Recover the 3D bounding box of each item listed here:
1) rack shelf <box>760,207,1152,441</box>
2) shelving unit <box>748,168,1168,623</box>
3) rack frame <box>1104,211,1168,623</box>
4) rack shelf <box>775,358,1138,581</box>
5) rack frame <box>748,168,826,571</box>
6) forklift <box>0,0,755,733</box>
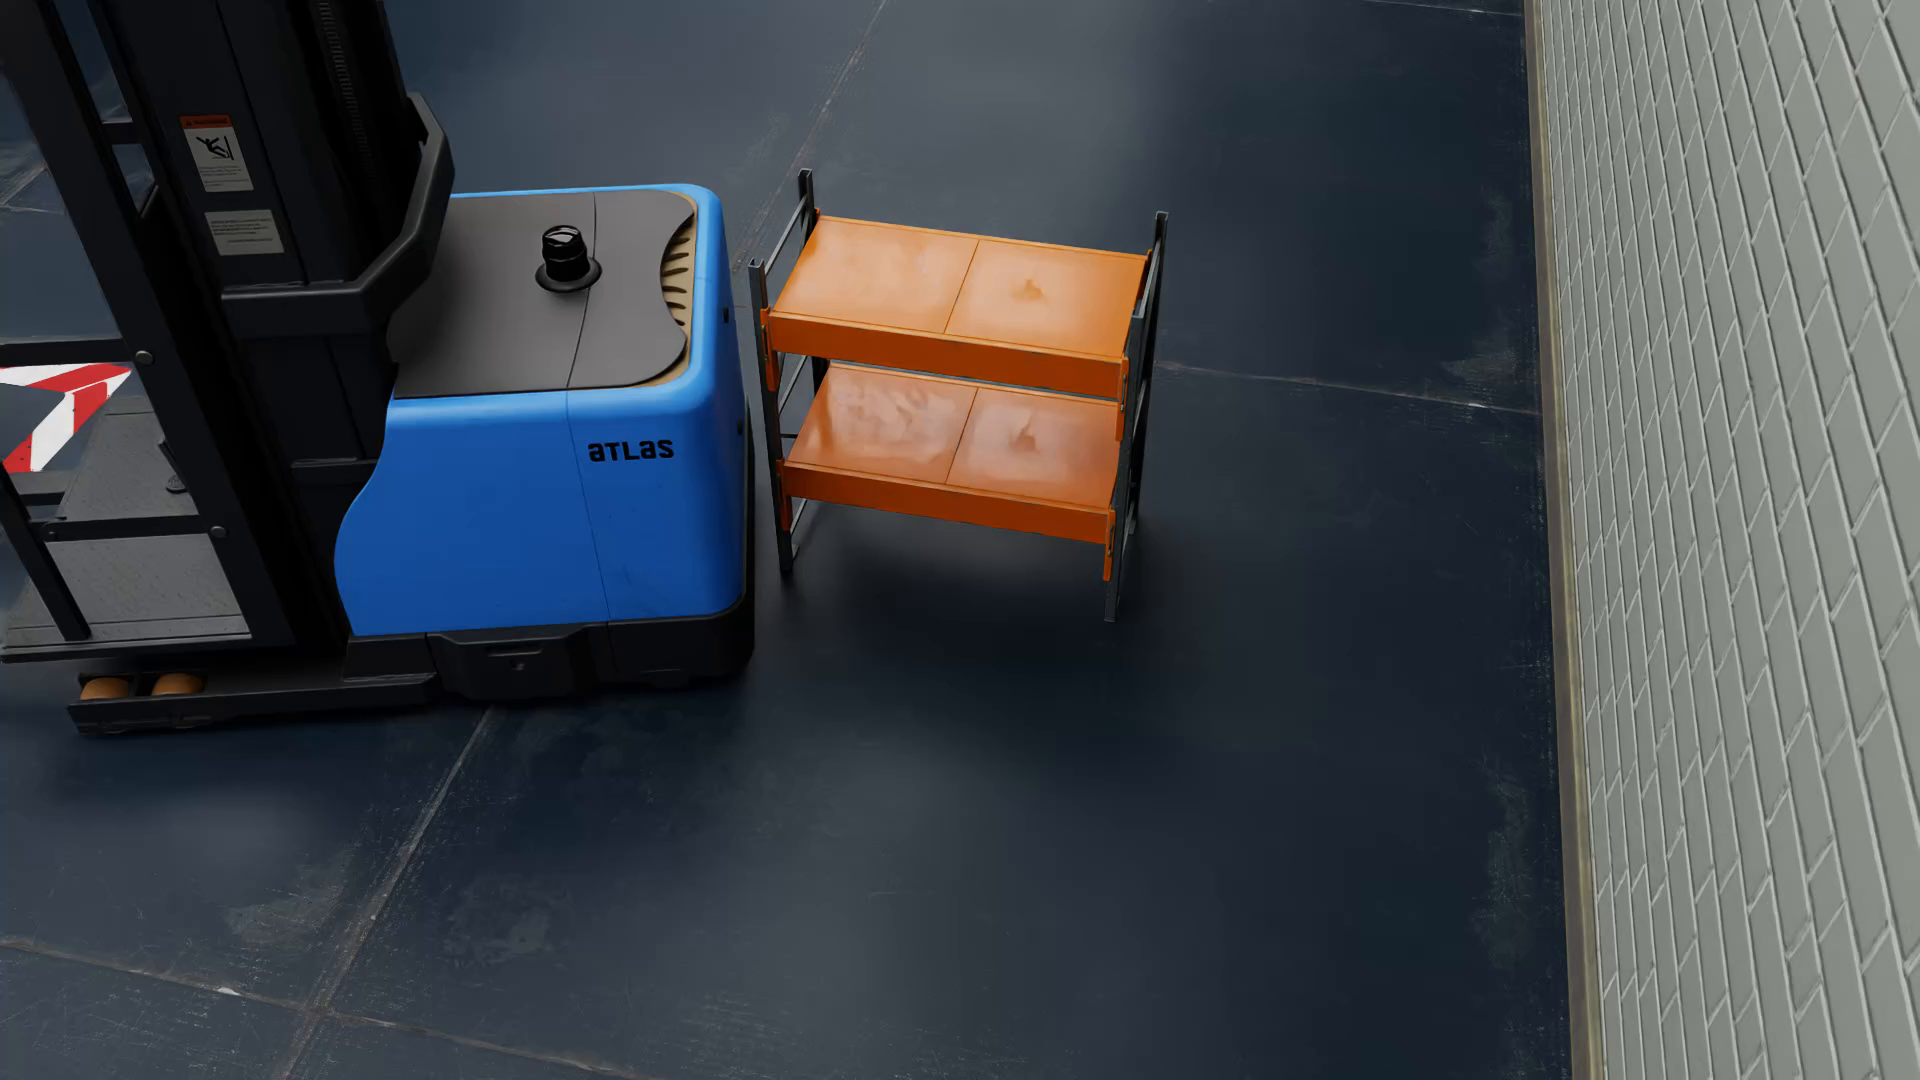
[{"bbox_3d":[0.007,-0.615,4.656,1.000,0.278,0.538,9,45,9],"label":"rack shelf"},{"bbox_3d":[0.007,-0.404,4.859,1.048,1.125,0.538,9,45,9],"label":"shelving unit"},{"bbox_3d":[0.503,-0.327,4.779,0.032,1.125,0.500,9,45,9],"label":"rack frame"},{"bbox_3d":[0.007,-0.228,5.028,1.000,0.278,0.538,9,45,9],"label":"rack shelf"},{"bbox_3d":[-0.489,-0.481,4.939,0.032,1.125,0.500,9,45,9],"label":"rack frame"},{"bbox_3d":[-2.143,-0.896,4.067,3.031,2.935,1.130,-3,44,-3],"label":"forklift"}]
